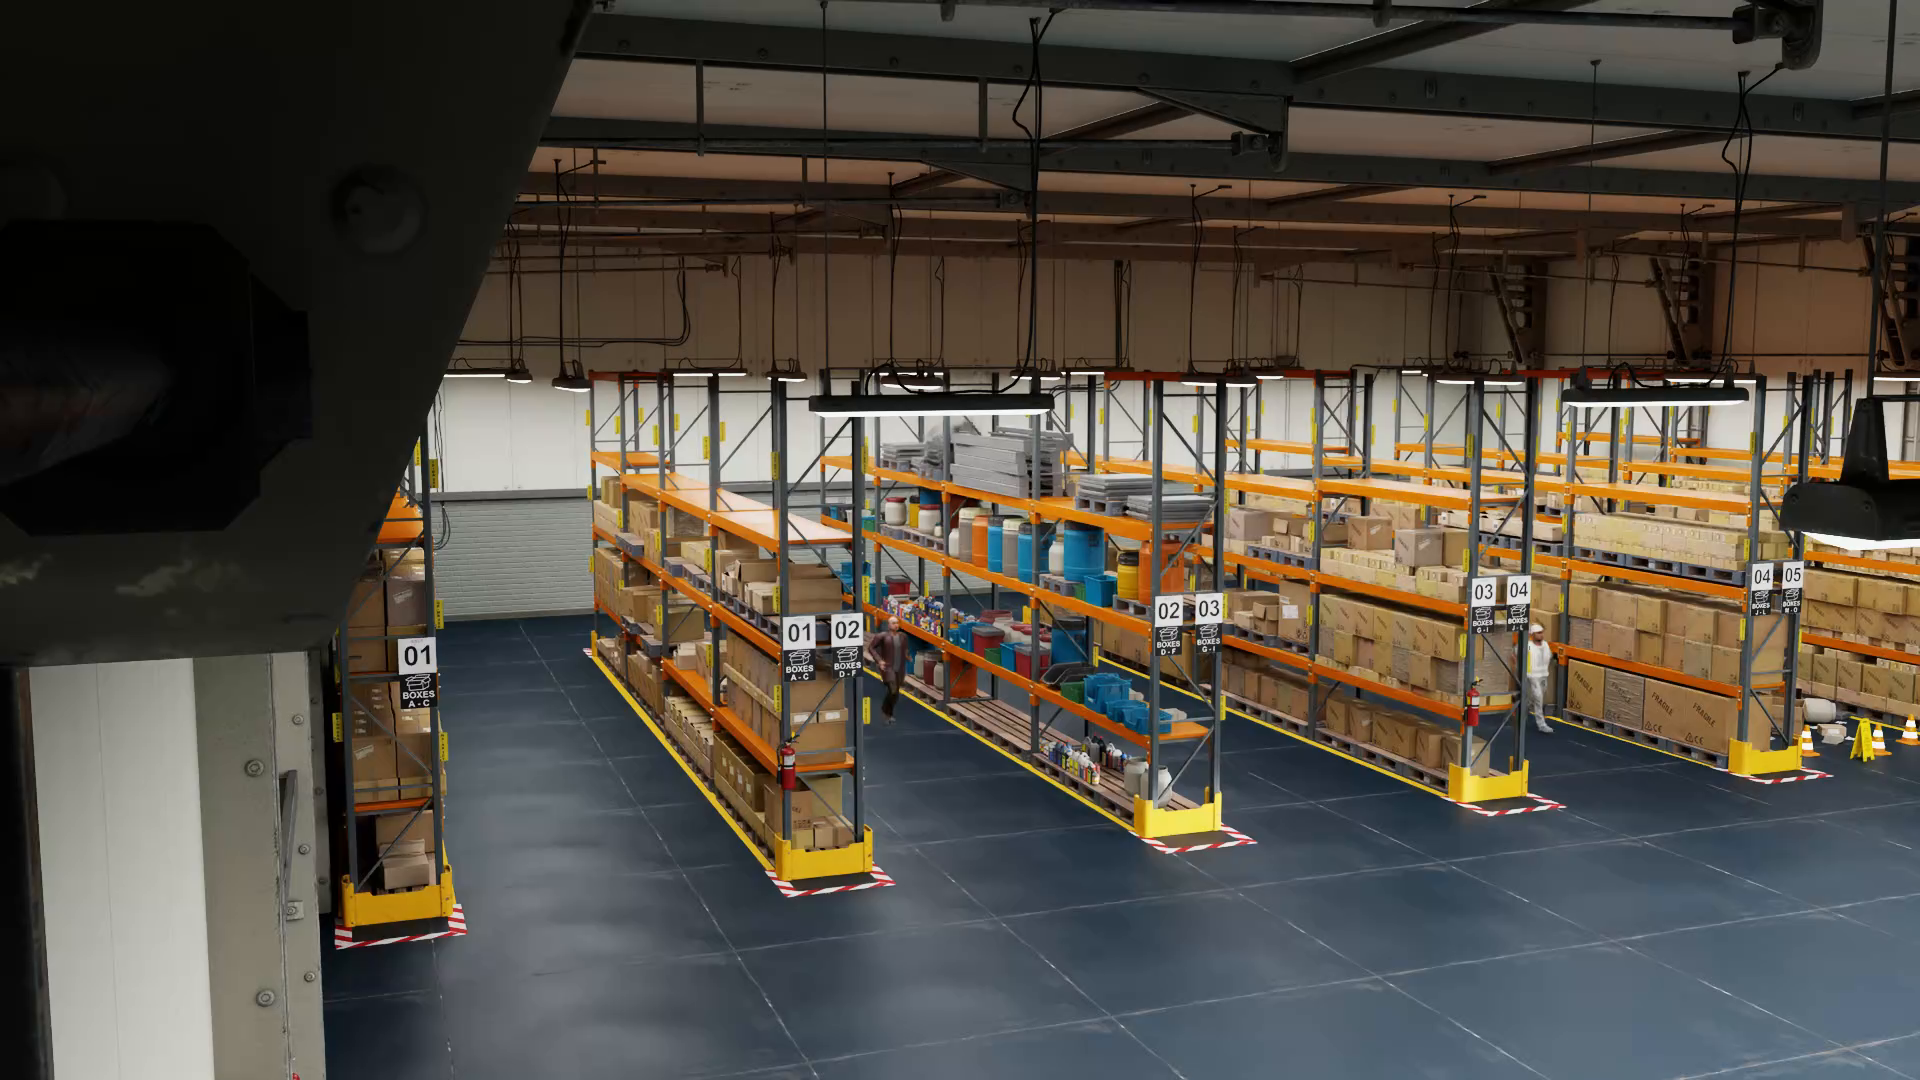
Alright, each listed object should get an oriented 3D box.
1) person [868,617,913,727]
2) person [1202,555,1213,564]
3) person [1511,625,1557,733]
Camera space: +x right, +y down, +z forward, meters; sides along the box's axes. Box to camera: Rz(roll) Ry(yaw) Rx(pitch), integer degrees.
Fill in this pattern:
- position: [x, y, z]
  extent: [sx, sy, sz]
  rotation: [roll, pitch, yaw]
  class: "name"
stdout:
- position: [-1.084, 2.156, 27.171]
  extent: [0.680, 1.810, 0.694]
  rotation: [-4, 8, -33]
  class: "person"
- position: [6.002, 0.959, 41.015]
  extent: [0.573, 1.633, 0.633]
  rotation: [-5, 8, -37]
  class: "person"
- position: [9.711, 2.301, 28.043]
  extent: [0.691, 1.762, 0.994]
  rotation: [-3, 7, -25]
  class: "person"
